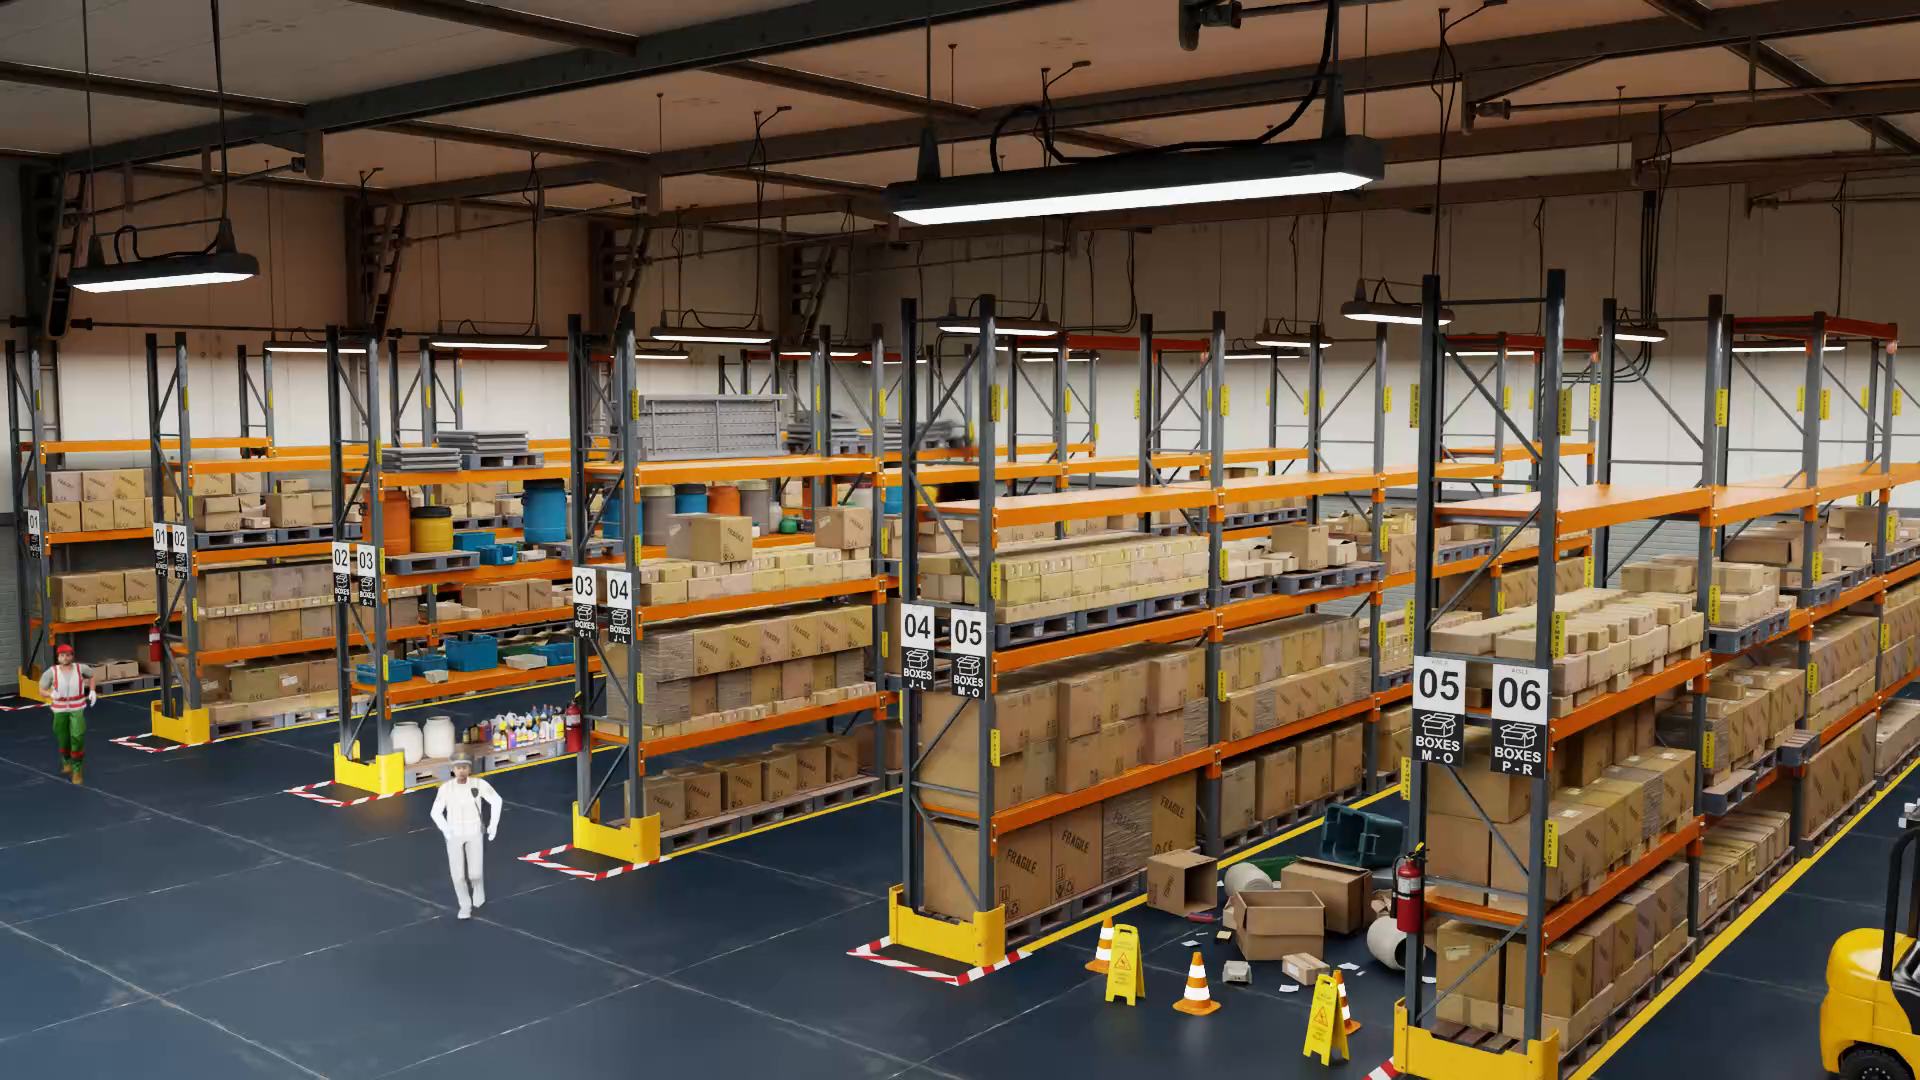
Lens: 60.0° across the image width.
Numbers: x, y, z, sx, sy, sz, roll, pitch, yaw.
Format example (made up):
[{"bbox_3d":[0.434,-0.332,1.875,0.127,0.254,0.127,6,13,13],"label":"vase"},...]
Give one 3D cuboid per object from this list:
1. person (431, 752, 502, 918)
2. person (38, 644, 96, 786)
[{"bbox_3d":[-4.807,2.877,16.231,0.642,1.649,0.569,-1,5,-12],"label":"person"},{"bbox_3d":[-11.790,2.287,21.989,0.670,1.849,0.818,-2,6,-26],"label":"person"}]
